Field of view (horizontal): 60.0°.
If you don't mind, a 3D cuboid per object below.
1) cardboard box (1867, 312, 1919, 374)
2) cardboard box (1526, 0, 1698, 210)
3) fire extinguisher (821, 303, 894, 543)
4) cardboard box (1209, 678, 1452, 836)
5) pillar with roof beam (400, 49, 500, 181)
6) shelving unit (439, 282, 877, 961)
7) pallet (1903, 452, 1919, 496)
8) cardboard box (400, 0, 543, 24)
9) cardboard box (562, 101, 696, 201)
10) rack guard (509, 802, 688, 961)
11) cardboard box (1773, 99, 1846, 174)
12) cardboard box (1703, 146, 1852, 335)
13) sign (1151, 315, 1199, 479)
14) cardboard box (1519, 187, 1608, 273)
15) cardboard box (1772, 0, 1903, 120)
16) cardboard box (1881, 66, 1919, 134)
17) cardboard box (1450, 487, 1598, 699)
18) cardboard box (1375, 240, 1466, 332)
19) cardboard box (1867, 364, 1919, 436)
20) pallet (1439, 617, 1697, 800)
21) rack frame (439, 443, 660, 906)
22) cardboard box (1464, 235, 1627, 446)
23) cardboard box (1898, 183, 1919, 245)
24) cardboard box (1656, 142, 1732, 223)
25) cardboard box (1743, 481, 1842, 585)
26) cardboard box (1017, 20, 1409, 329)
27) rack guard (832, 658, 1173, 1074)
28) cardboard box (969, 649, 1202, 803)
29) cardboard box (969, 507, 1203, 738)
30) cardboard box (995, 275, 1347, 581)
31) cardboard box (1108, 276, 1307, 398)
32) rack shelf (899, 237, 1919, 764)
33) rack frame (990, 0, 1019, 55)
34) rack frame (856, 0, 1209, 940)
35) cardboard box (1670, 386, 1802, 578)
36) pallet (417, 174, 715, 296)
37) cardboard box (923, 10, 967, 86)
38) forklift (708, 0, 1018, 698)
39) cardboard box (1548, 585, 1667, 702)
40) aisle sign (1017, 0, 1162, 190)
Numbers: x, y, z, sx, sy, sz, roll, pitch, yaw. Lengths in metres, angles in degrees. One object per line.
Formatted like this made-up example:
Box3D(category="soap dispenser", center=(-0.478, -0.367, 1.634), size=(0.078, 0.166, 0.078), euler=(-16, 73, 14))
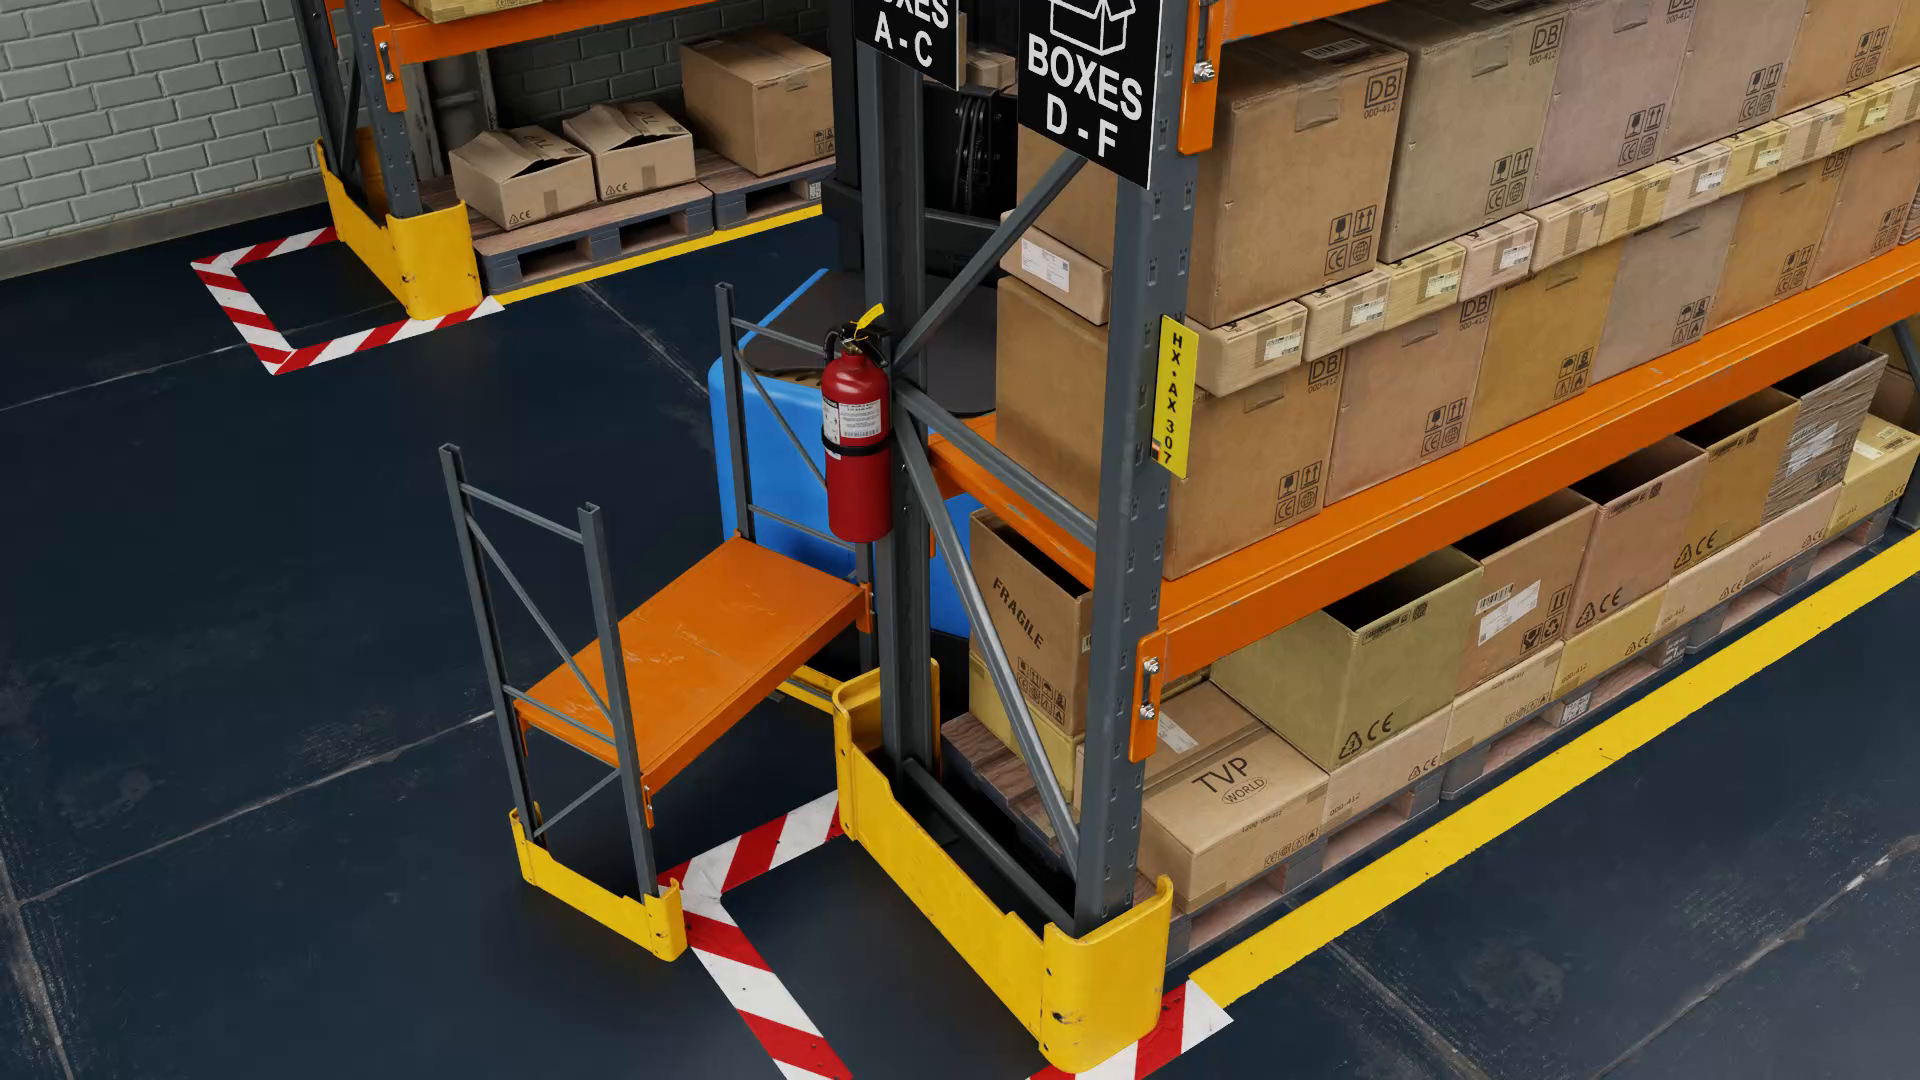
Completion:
Box3D(category="cardboard box", center=(3.855, -0.808, 6.319), size=(0.500, 0.311, 0.500), euler=(-22, 41, -28))
Box3D(category="cardboard box", center=(1.375, -1.246, 4.216), size=(0.500, 0.500, 0.700), euler=(-22, 41, -28))
Box3D(category="fire extinguisher", center=(-0.260, -0.311, 4.180), size=(0.183, 0.674, 0.296), euler=(-22, 41, -28))
Box3D(category="cardboard box", center=(1.078, 0.541, 4.924), size=(0.500, 0.250, 0.500), euler=(-22, 41, -28))
Box3D(category="pillar with roof beam", center=(-0.198, -3.553, 3.482), size=(0.400, 9.000, 9.100), euler=(-22, 41, -28))
Box3D(category="shelving unit", center=(-0.749, 0.210, 4.673), size=(0.587, 1.500, 1.083), euler=(21, 41, 27))
Box3D(category="pallet", center=(3.954, -0.640, 6.959), size=(1.213, 0.211, 1.003), euler=(-22, 41, -28))
Box3D(category="cardboard box", center=(-2.170, -2.483, 7.245), size=(0.500, 0.250, 0.500), euler=(-24, 42, -29))
Box3D(category="cardboard box", center=(-1.669, -1.992, 8.377), size=(0.500, 0.311, 0.500), euler=(-19, 40, -24))
Box3D(category="rack guard", center=(-1.024, 0.960, 4.701), size=(0.587, 0.250, 0.087), euler=(21, 41, 27))
Box3D(category="cardboard box", center=(2.236, -1.190, 4.694), size=(0.250, 0.149, 0.380), euler=(-21, 41, -27))
Box3D(category="cardboard box", center=(2.175, -1.047, 5.051), size=(0.500, 0.500, 0.700), euler=(-22, 41, -27))
Box3D(category="sign", center=(0.419, -0.277, 3.257), size=(0.005, 0.325, 0.100), euler=(-22, 41, -28))
Box3D(category="cardboard box", center=(1.392, -0.842, 4.210), size=(0.250, 0.149, 0.380), euler=(-24, 42, -29))
Box3D(category="cardboard box", center=(2.193, -1.582, 4.684), size=(0.500, 0.500, 0.700), euler=(-22, 41, -28))
Box3D(category="cardboard box", center=(2.645, -1.356, 4.925), size=(0.250, 0.149, 0.380), euler=(-22, 41, -28))
Box3D(category="cardboard box", center=(1.480, 0.063, 4.946), size=(0.500, 0.500, 0.500), euler=(-22, 41, -28))
Box3D(category="cardboard box", center=(0.968, -0.667, 3.967), size=(0.250, 0.149, 0.380), euler=(-22, 41, -28))
Box3D(category="cardboard box", center=(3.846, -0.577, 6.479), size=(0.500, 0.250, 0.500), euler=(-23, 42, -29))
Box3D(category="pallet", center=(1.702, 0.286, 5.671), size=(1.213, 0.211, 1.003), euler=(-22, 41, -28))
Box3D(category="rack frame", center=(-1.035, 0.462, 4.323), size=(0.500, 1.500, 0.032), euler=(21, 41, 27))
Box3D(category="cardboard box", center=(1.329, -0.695, 4.562), size=(0.500, 0.500, 0.700), euler=(-22, 41, -28))
Box3D(category="cardboard box", center=(3.015, -1.394, 5.534), size=(0.500, 0.500, 0.700), euler=(-24, 42, -29))
Box3D(category="cardboard box", center=(1.806, -1.010, 4.444), size=(0.250, 0.149, 0.380), euler=(-22, 41, -27))
Box3D(category="cardboard box", center=(2.707, -0.136, 5.866), size=(0.500, 0.250, 0.500), euler=(-22, 41, -28))
Box3D(category="cardboard box", center=(0.537, -0.896, 3.731), size=(0.500, 0.500, 0.700), euler=(-22, 41, -28))
Box3D(category="rack guard", center=(0.085, 0.863, 4.623), size=(0.348, 0.500, 1.175), euler=(-22, 41, -28))
Box3D(category="cardboard box", center=(0.373, 0.464, 5.031), size=(0.500, 0.250, 0.500), euler=(-22, 41, -28))
Box3D(category="cardboard box", center=(0.371, 0.159, 4.814), size=(0.500, 0.500, 0.500), euler=(-22, 41, -28))
Box3D(category="cardboard box", center=(0.493, -0.352, 4.085), size=(0.500, 0.500, 0.700), euler=(-22, 41, -28))
Box3D(category="cardboard box", center=(0.549, -0.494, 3.726), size=(0.250, 0.149, 0.380), euler=(-23, 41, -28))
Box3D(category="rack shelf", center=(1.739, -0.541, 5.049), size=(4.000, 0.370, 1.077), euler=(-22, 41, -28))
Box3D(category="rack frame", center=(0.517, -3.869, 9.060), size=(0.127, 3.000, 1.000), euler=(-22, 41, -28))
Box3D(category="rack frame", center=(0.104, -0.160, 3.904), size=(0.127, 3.000, 1.000), euler=(-22, 41, -28))
Box3D(category="cardboard box", center=(2.299, -0.272, 5.412), size=(0.500, 0.500, 0.500), euler=(-22, 41, -28))
Box3D(category="pallet", center=(-2.006, -1.673, 8.396), size=(1.213, 0.211, 1.003), euler=(-22, 41, -28))
Box3D(category="cardboard box", center=(-0.308, -2.664, 9.150), size=(0.500, 0.500, 0.500), euler=(-26, 43, -31))
Box3D(category="forklift", center=(0.252, -1.524, 5.858), size=(1.130, 2.935, 3.031), euler=(14, 38, 19))
Box3D(category="cardboard box", center=(1.898, 0.207, 5.388), size=(0.500, 0.250, 0.500), euler=(-22, 41, -28))
Box3D(category="aisle sign", center=(0.227, -1.047, 2.911), size=(0.004, 0.787, 0.394), euler=(-22, 41, -28))
